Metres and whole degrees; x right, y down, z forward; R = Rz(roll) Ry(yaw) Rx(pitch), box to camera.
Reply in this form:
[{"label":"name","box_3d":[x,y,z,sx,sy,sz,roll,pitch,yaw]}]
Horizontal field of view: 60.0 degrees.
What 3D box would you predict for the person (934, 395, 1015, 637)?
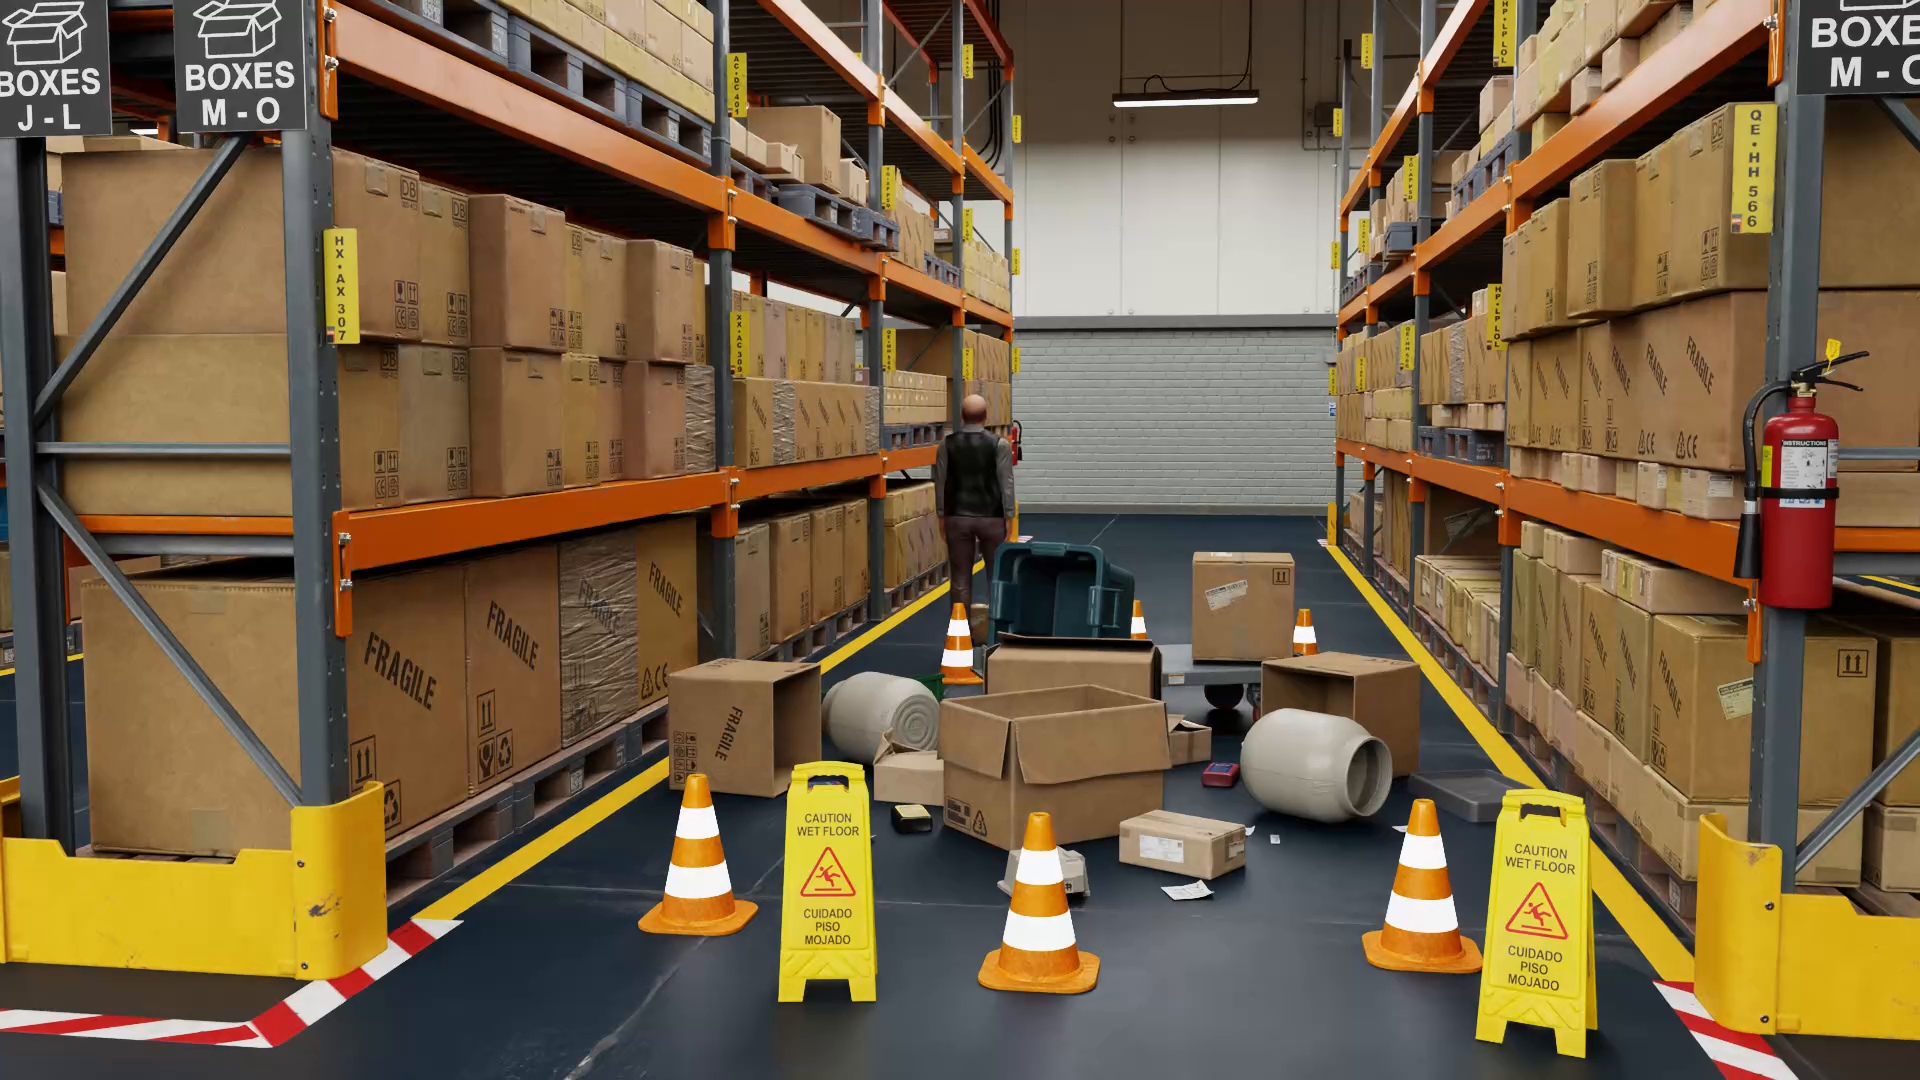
[{"label":"person","box_3d":[0.099,-0.136,11.154,0.548,1.672,0.385,1,4,9]}]
